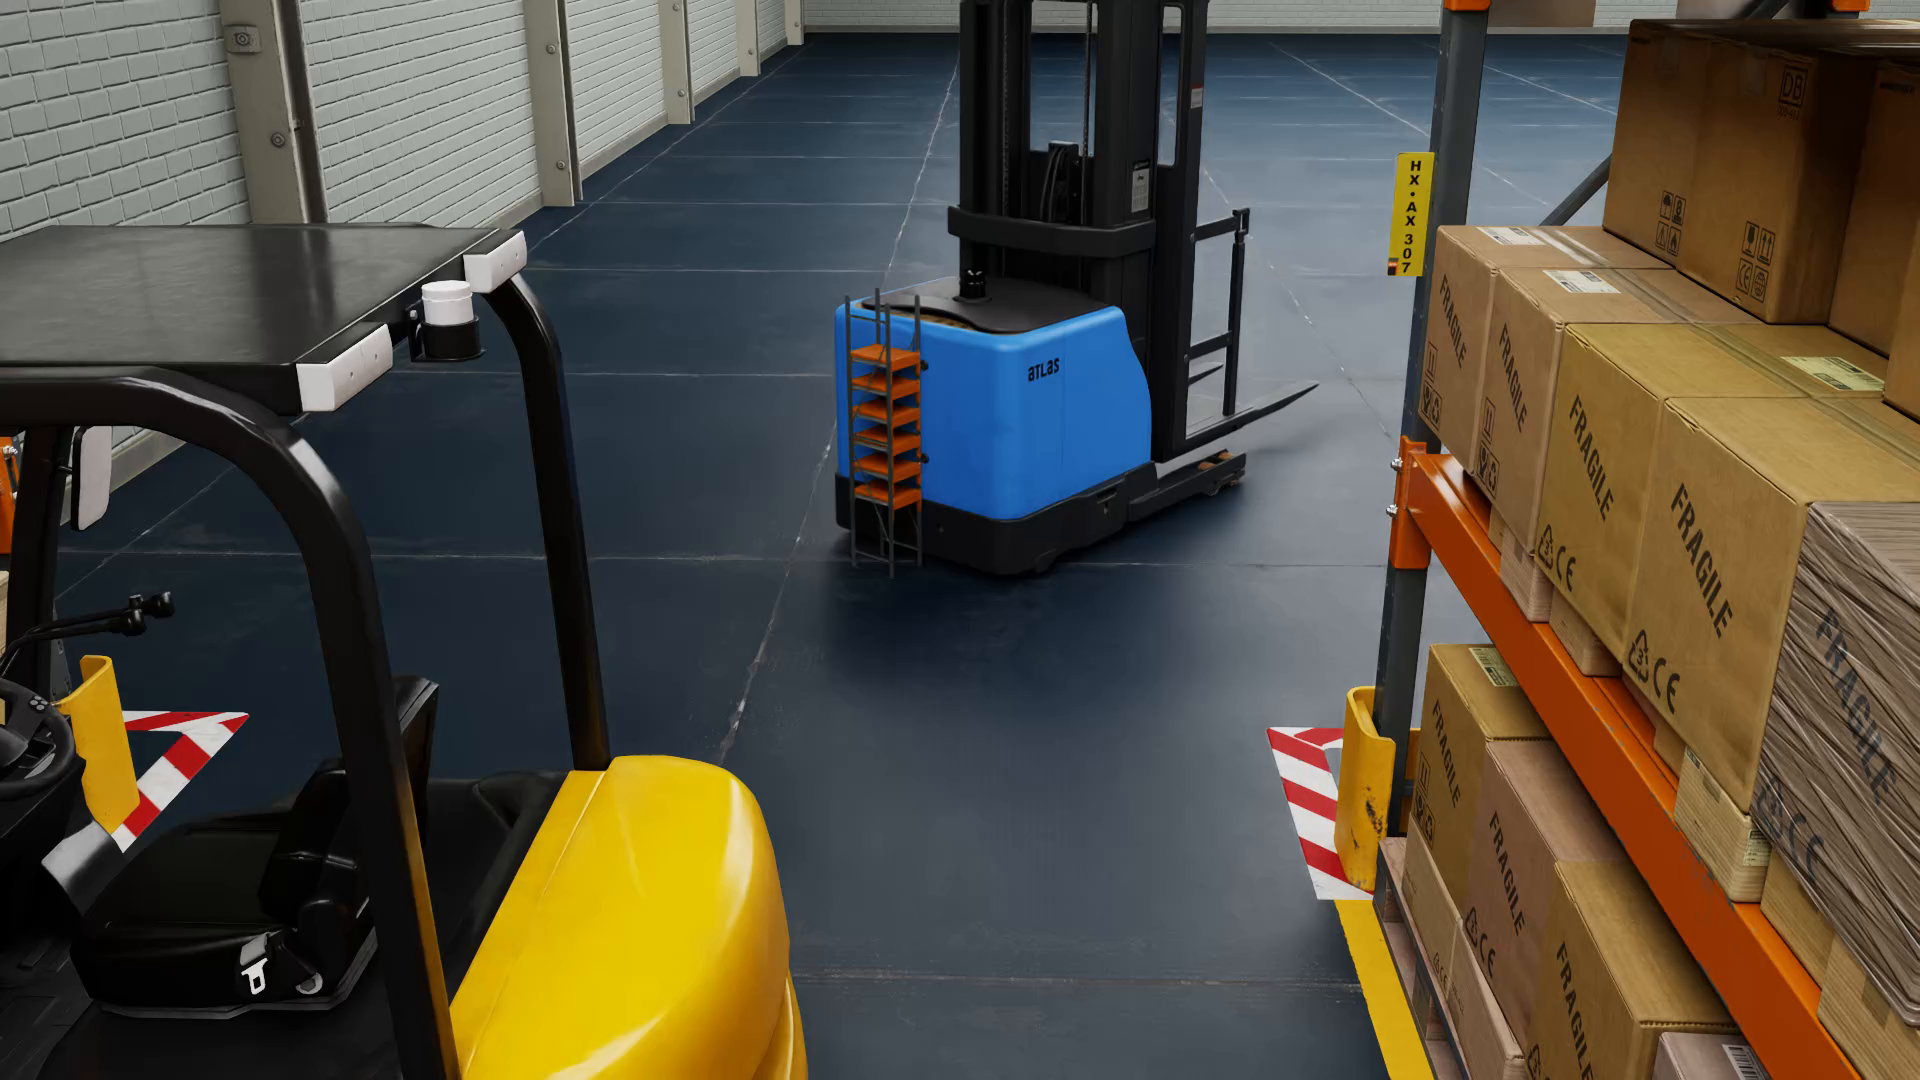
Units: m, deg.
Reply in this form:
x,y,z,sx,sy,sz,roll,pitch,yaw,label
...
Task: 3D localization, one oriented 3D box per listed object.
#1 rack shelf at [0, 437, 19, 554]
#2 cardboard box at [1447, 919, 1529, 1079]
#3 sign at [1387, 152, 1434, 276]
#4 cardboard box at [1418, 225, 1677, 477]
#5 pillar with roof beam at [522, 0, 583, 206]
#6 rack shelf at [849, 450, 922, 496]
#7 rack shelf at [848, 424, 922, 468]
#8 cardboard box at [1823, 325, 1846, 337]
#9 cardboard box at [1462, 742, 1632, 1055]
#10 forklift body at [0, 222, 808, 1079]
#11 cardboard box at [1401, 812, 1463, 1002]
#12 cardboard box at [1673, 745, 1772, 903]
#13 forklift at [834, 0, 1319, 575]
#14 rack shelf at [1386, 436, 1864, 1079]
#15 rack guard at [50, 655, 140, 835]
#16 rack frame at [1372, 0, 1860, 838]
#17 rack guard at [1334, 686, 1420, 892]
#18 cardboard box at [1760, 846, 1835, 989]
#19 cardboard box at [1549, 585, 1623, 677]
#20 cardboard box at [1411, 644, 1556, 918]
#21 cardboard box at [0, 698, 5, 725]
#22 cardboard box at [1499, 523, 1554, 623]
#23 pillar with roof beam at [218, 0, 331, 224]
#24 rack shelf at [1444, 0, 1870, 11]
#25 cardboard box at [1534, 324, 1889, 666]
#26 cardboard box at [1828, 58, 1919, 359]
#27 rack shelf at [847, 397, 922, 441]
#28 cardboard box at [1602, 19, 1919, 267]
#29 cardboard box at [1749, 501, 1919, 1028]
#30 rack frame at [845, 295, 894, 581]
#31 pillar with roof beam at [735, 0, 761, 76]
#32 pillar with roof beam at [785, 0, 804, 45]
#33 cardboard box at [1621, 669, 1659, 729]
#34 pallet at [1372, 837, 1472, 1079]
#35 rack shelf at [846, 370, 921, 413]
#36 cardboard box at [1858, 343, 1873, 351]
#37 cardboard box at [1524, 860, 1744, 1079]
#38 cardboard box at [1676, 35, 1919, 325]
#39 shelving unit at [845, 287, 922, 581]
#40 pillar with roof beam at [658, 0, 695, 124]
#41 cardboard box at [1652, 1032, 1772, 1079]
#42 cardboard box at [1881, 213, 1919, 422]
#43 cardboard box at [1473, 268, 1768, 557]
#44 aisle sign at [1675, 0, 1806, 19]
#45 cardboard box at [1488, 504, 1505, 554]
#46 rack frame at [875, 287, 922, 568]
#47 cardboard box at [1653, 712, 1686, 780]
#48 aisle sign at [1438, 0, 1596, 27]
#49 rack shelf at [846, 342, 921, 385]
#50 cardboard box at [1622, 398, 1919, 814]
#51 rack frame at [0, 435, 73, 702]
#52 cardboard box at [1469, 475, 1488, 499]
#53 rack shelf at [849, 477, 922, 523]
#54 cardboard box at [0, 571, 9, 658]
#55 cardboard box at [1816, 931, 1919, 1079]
x,y,z,sx,sy,sz,roll,pitch,yaw,label
-3.284,0.554,2.949,1.077,0.370,4.000,1,21,2,rack shelf
1.414,1.108,3.747,0.500,0.250,0.500,1,21,4,cardboard box
1.196,-0.861,4.404,0.100,0.325,0.005,1,21,2,sign
1.447,-0.468,4.040,0.500,0.500,0.500,0,21,1,cardboard box
0.523,-7.351,14.034,9.100,9.000,0.400,1,21,2,pillar with roof beam
-0.317,-0.286,7.063,0.258,0.103,0.180,17,27,36,rack shelf
-0.317,-0.398,7.019,0.258,0.103,0.180,17,27,36,rack shelf
1.977,-0.256,3.493,0.500,0.500,0.500,1,21,2,cardboard box
1.426,0.772,3.577,0.500,0.500,0.500,0,21,0,cardboard box
-1.457,0.597,3.017,2.313,2.155,1.214,1,21,2,forklift body
1.437,0.924,4.223,0.500,0.250,0.500,0,21,1,cardboard box
1.359,0.440,2.596,0.380,0.149,0.250,1,21,2,cardboard box
0.761,-1.681,7.810,1.130,2.935,3.031,17,27,36,forklift
1.678,0.607,2.811,1.077,0.370,4.000,1,21,2,rack shelf
-3.222,0.652,5.157,1.175,0.500,0.348,1,21,2,rack guard
1.738,-0.451,4.545,1.000,3.000,0.127,1,21,2,rack frame
1.736,0.742,4.926,1.175,0.500,0.348,1,21,2,rack guard
1.387,0.533,2.356,0.380,0.149,0.250,0,21,1,cardboard box
1.411,0.158,3.322,0.380,0.149,0.250,1,21,3,cardboard box
1.437,0.583,4.065,0.500,0.500,0.500,0,21,0,cardboard box
-2.925,0.528,4.551,0.500,0.250,0.500,0,21,1,cardboard box
1.385,0.064,3.564,0.380,0.149,0.250,1,21,2,cardboard box
0.340,-5.181,8.443,9.100,9.000,0.400,1,21,2,pillar with roof beam
1.678,-0.791,2.269,1.077,0.370,4.000,1,21,2,rack shelf
1.420,-0.097,3.082,0.500,0.500,0.500,0,21,1,cardboard box
2.006,-0.547,2.860,0.700,0.500,0.500,0,21,1,cardboard box
-0.317,-0.510,6.976,0.258,0.103,0.180,17,27,36,rack shelf
1.941,-0.915,3.810,0.700,0.500,0.500,0,21,0,cardboard box
1.402,0.273,2.130,0.500,0.500,0.500,1,21,3,cardboard box
-0.375,-0.414,6.937,0.240,1.200,0.006,17,27,36,rack frame
0.888,-11.690,25.216,9.100,9.000,0.400,1,21,2,pillar with roof beam
1.070,-13.859,30.807,9.100,9.000,0.400,1,21,2,pillar with roof beam
1.463,0.254,3.074,0.380,0.149,0.250,1,21,3,cardboard box
1.676,1.170,4.222,1.003,0.211,1.213,1,21,2,pallet
-0.317,-0.622,6.932,0.258,0.103,0.180,17,27,36,rack shelf
1.959,-0.075,3.027,0.500,0.500,0.500,1,21,1,cardboard box
1.402,0.953,3.110,0.500,0.500,0.500,1,21,3,cardboard box
1.918,-0.733,3.339,0.700,0.500,0.500,1,21,2,cardboard box
-0.317,-0.440,7.003,0.258,1.200,0.189,17,27,36,shelving unit
0.705,-9.520,19.625,9.100,9.000,0.400,1,21,2,pillar with roof beam
1.395,1.146,2.612,0.500,0.500,0.500,2,21,4,cardboard box
1.852,-0.368,2.399,0.700,0.500,0.500,1,21,1,cardboard box
1.434,-0.281,3.557,0.500,0.500,0.500,1,21,3,cardboard box
2.030,-1.682,4.124,0.394,0.787,0.004,1,21,2,aisle sign
1.439,-0.027,3.799,0.380,0.149,0.250,0,21,0,cardboard box
-0.259,-0.465,7.069,0.240,1.200,0.006,17,27,36,rack frame
1.425,0.349,2.829,0.380,0.149,0.250,0,21,0,cardboard box
1.430,-1.689,4.141,0.394,0.787,0.004,1,21,2,aisle sign
-0.317,-0.734,6.889,0.258,0.103,0.180,17,27,36,rack shelf
1.413,0.087,2.608,0.500,0.500,0.500,0,21,1,cardboard box
-3.223,-0.504,4.682,1.000,3.000,0.127,1,21,2,rack frame
1.521,-0.213,4.280,0.380,0.149,0.250,1,21,2,cardboard box
-0.317,-0.174,7.106,0.258,0.103,0.180,17,27,36,rack shelf
-2.925,0.285,4.485,0.500,0.250,0.500,1,21,3,cardboard box
1.350,0.625,2.118,0.380,0.149,0.250,0,21,1,cardboard box
